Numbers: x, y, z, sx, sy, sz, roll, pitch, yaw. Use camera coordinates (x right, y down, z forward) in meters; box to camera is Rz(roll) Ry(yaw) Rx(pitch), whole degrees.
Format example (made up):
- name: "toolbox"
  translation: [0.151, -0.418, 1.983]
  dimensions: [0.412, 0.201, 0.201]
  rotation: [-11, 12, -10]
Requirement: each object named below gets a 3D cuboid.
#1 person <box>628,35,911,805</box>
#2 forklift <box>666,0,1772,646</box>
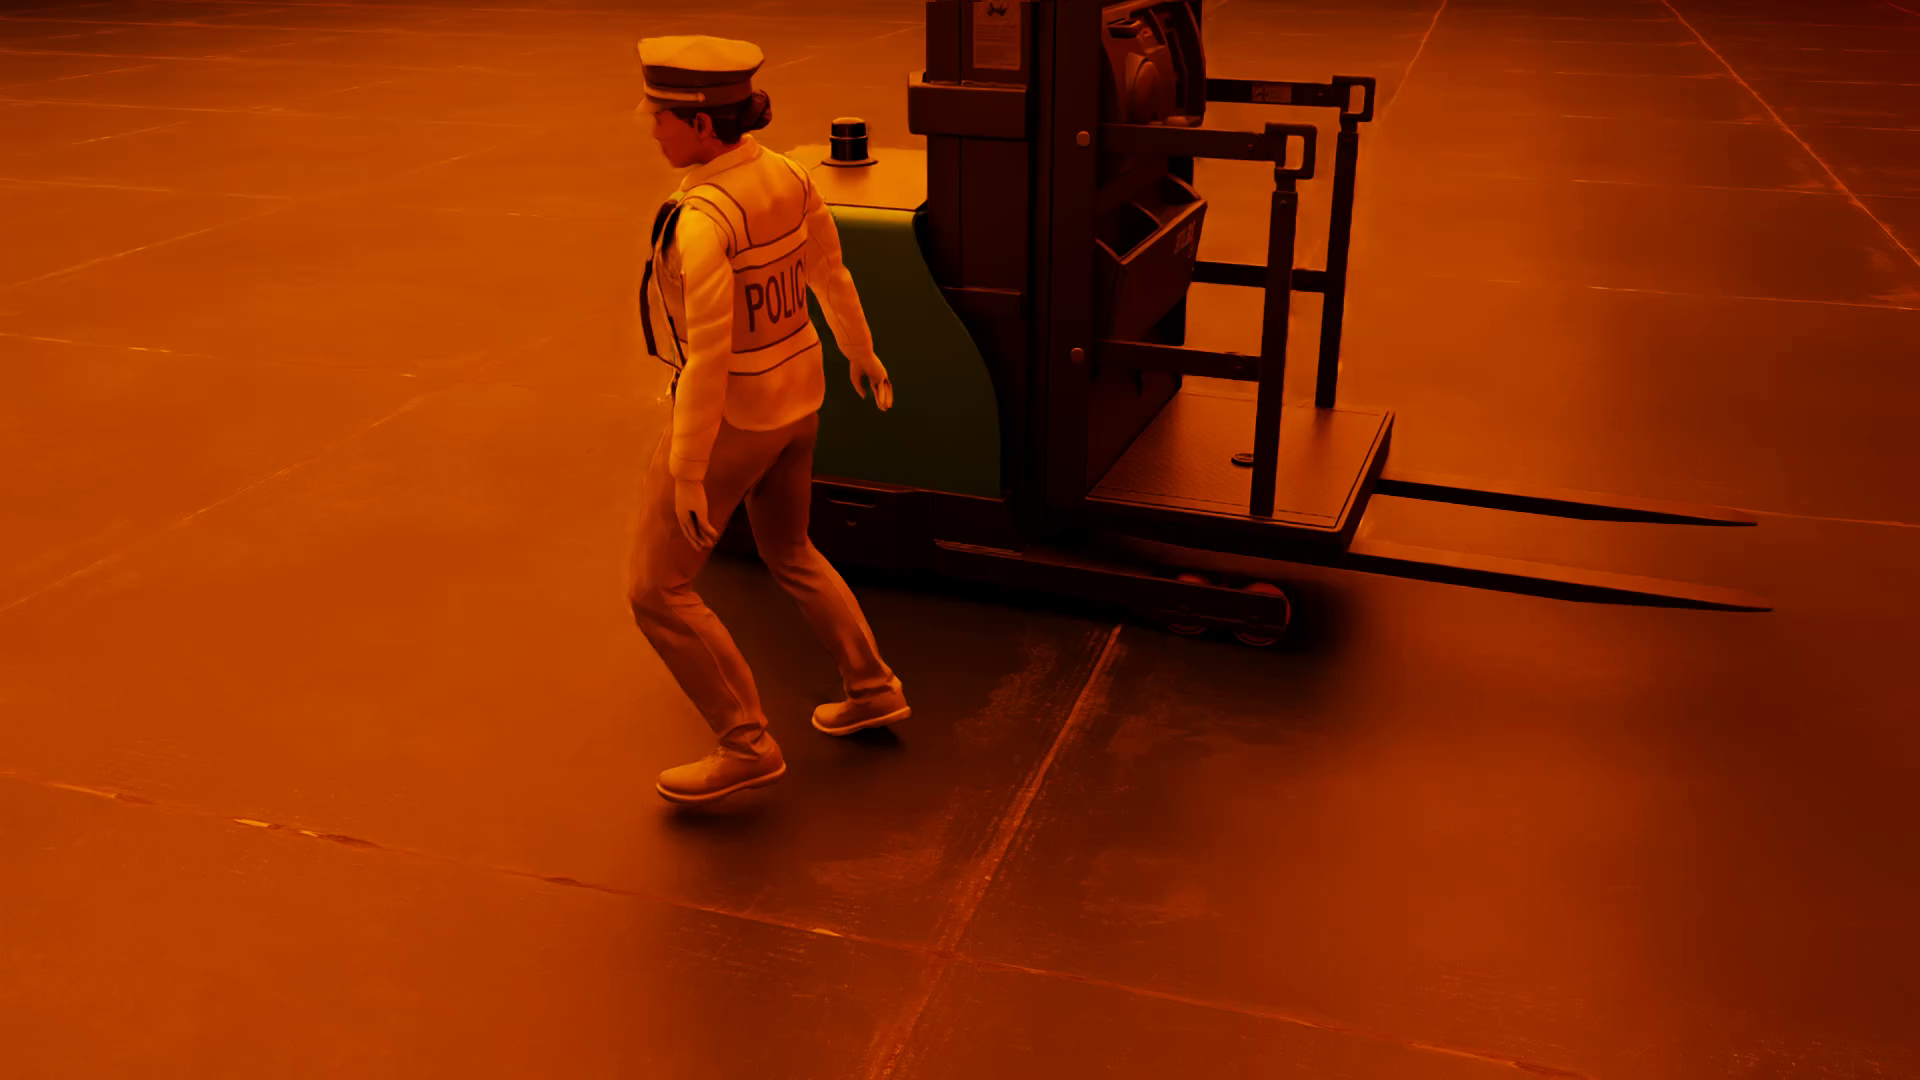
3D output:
- name: "person"
  translation: [-0.381, -0.254, 3.629]
  dimensions: [0.462, 1.641, 0.795]
  rotation: [11, 25, 24]
- name: "forklift"
  translation: [0.715, -1.301, 4.430]
  dimensions: [3.031, 2.935, 1.130]
  rotation: [8, 24, 19]
